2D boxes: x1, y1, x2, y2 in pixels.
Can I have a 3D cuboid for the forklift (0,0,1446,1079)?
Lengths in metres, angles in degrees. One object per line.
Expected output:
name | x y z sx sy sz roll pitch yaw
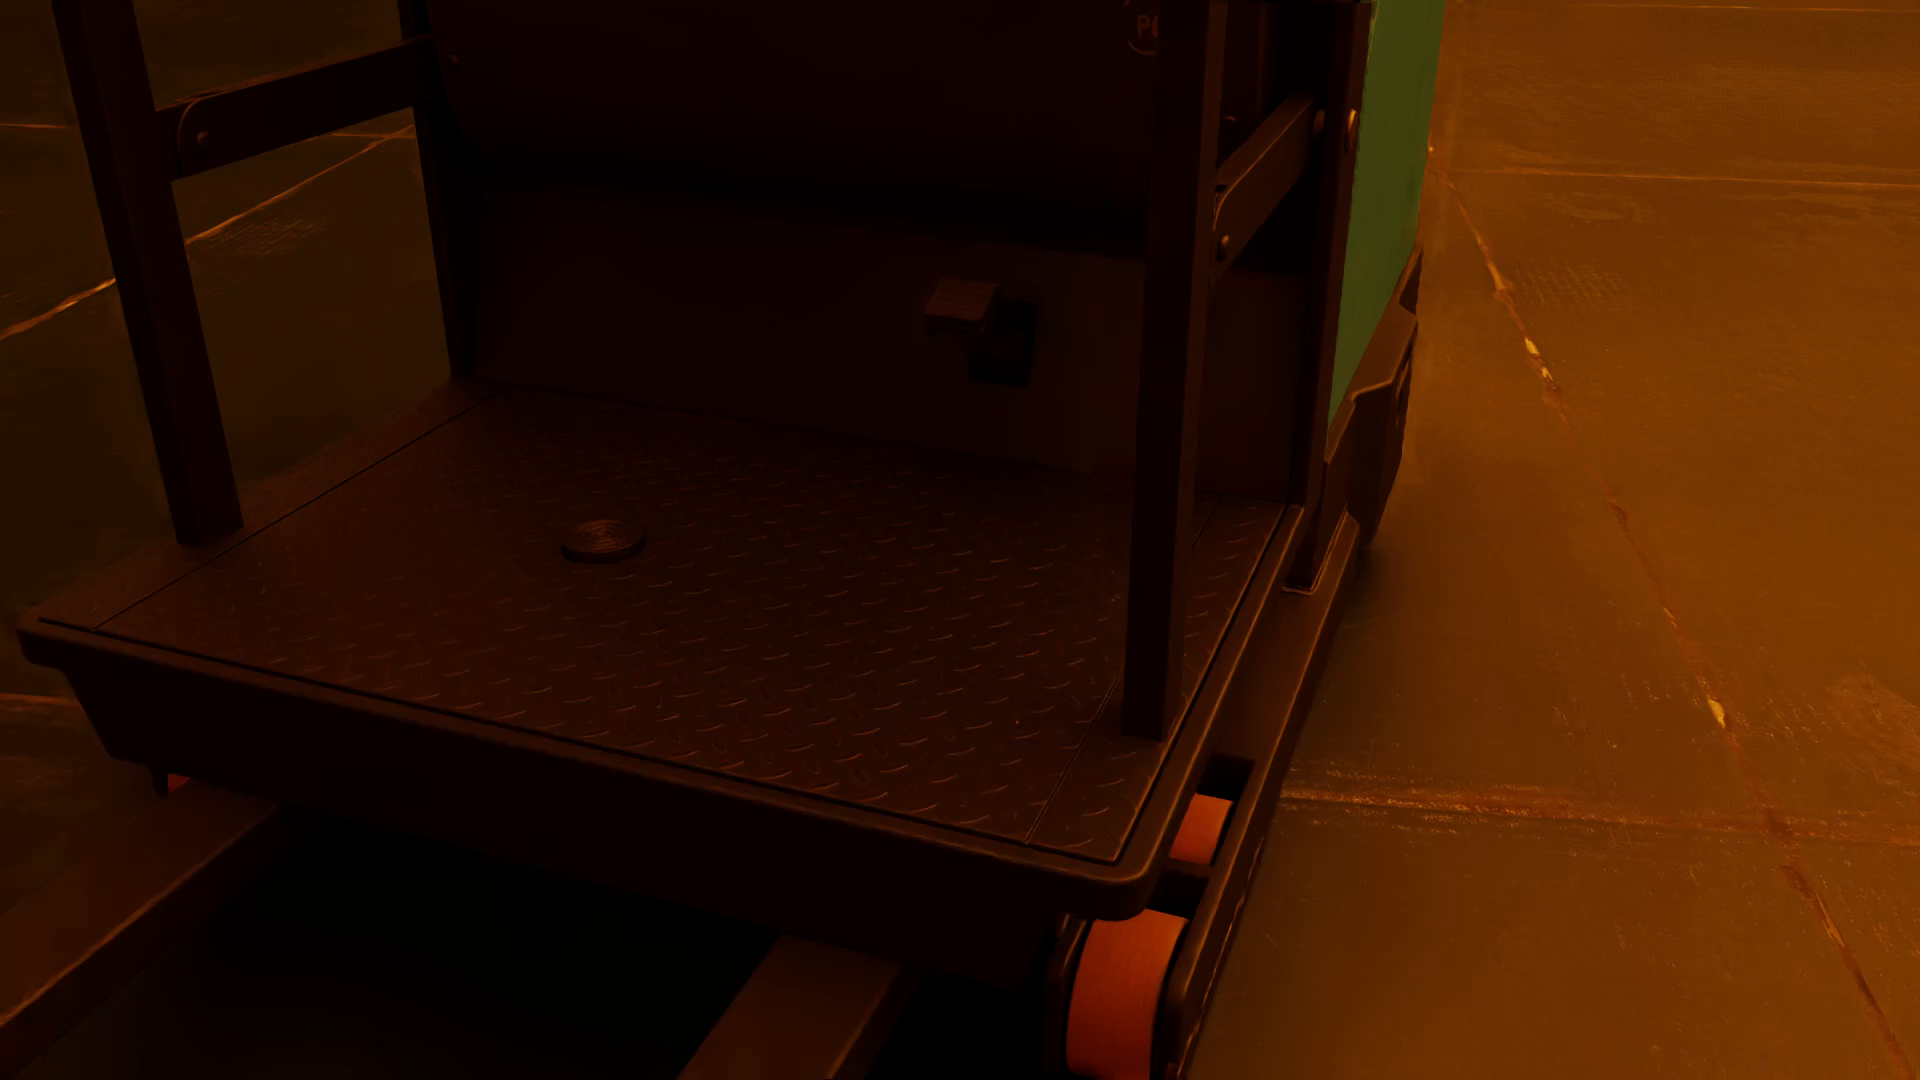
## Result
forklift | -0.211 -1.026 1.272 1.130 2.935 3.031 10 28 19
